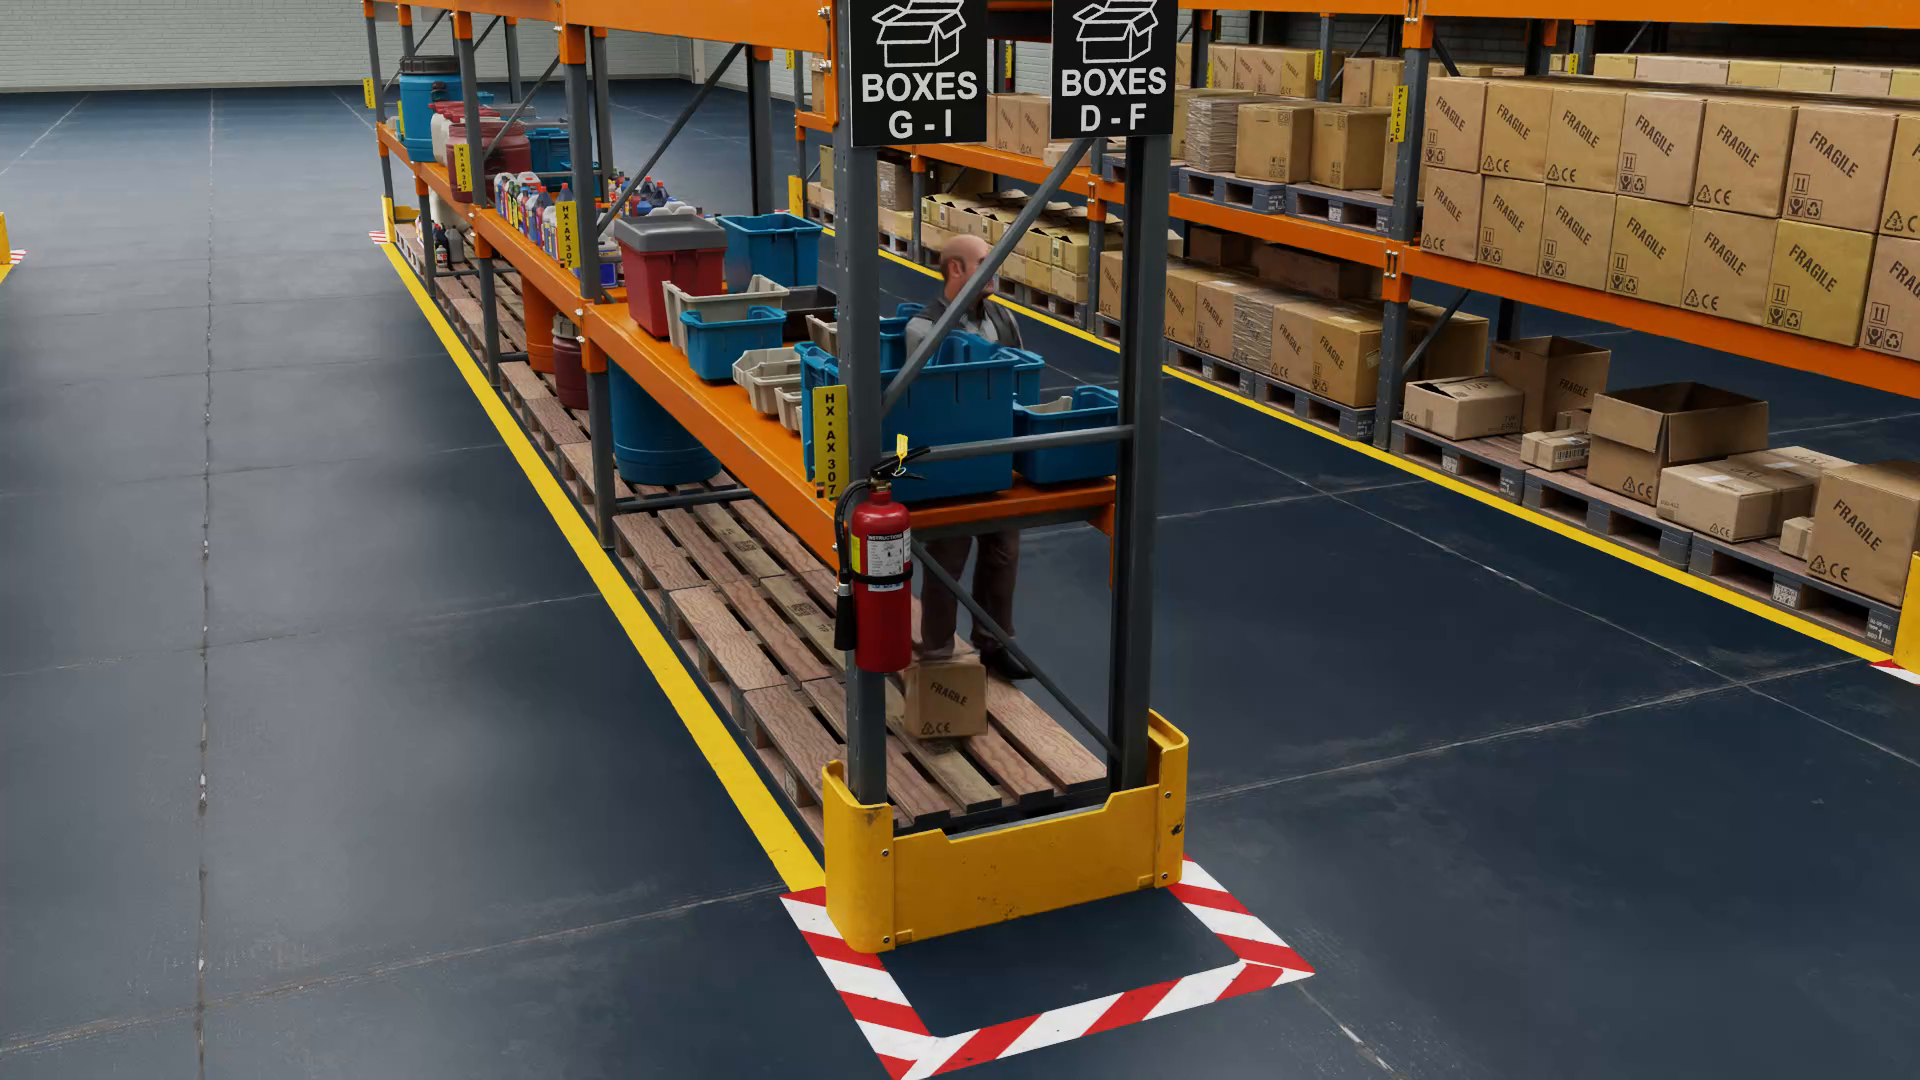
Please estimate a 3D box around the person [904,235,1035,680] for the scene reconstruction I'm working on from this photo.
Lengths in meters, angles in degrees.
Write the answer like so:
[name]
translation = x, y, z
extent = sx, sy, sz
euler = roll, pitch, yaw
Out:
[person]
translation = 0.057, -0.237, 6.310
extent = 0.564, 1.634, 0.395
euler = -13, 23, -34
